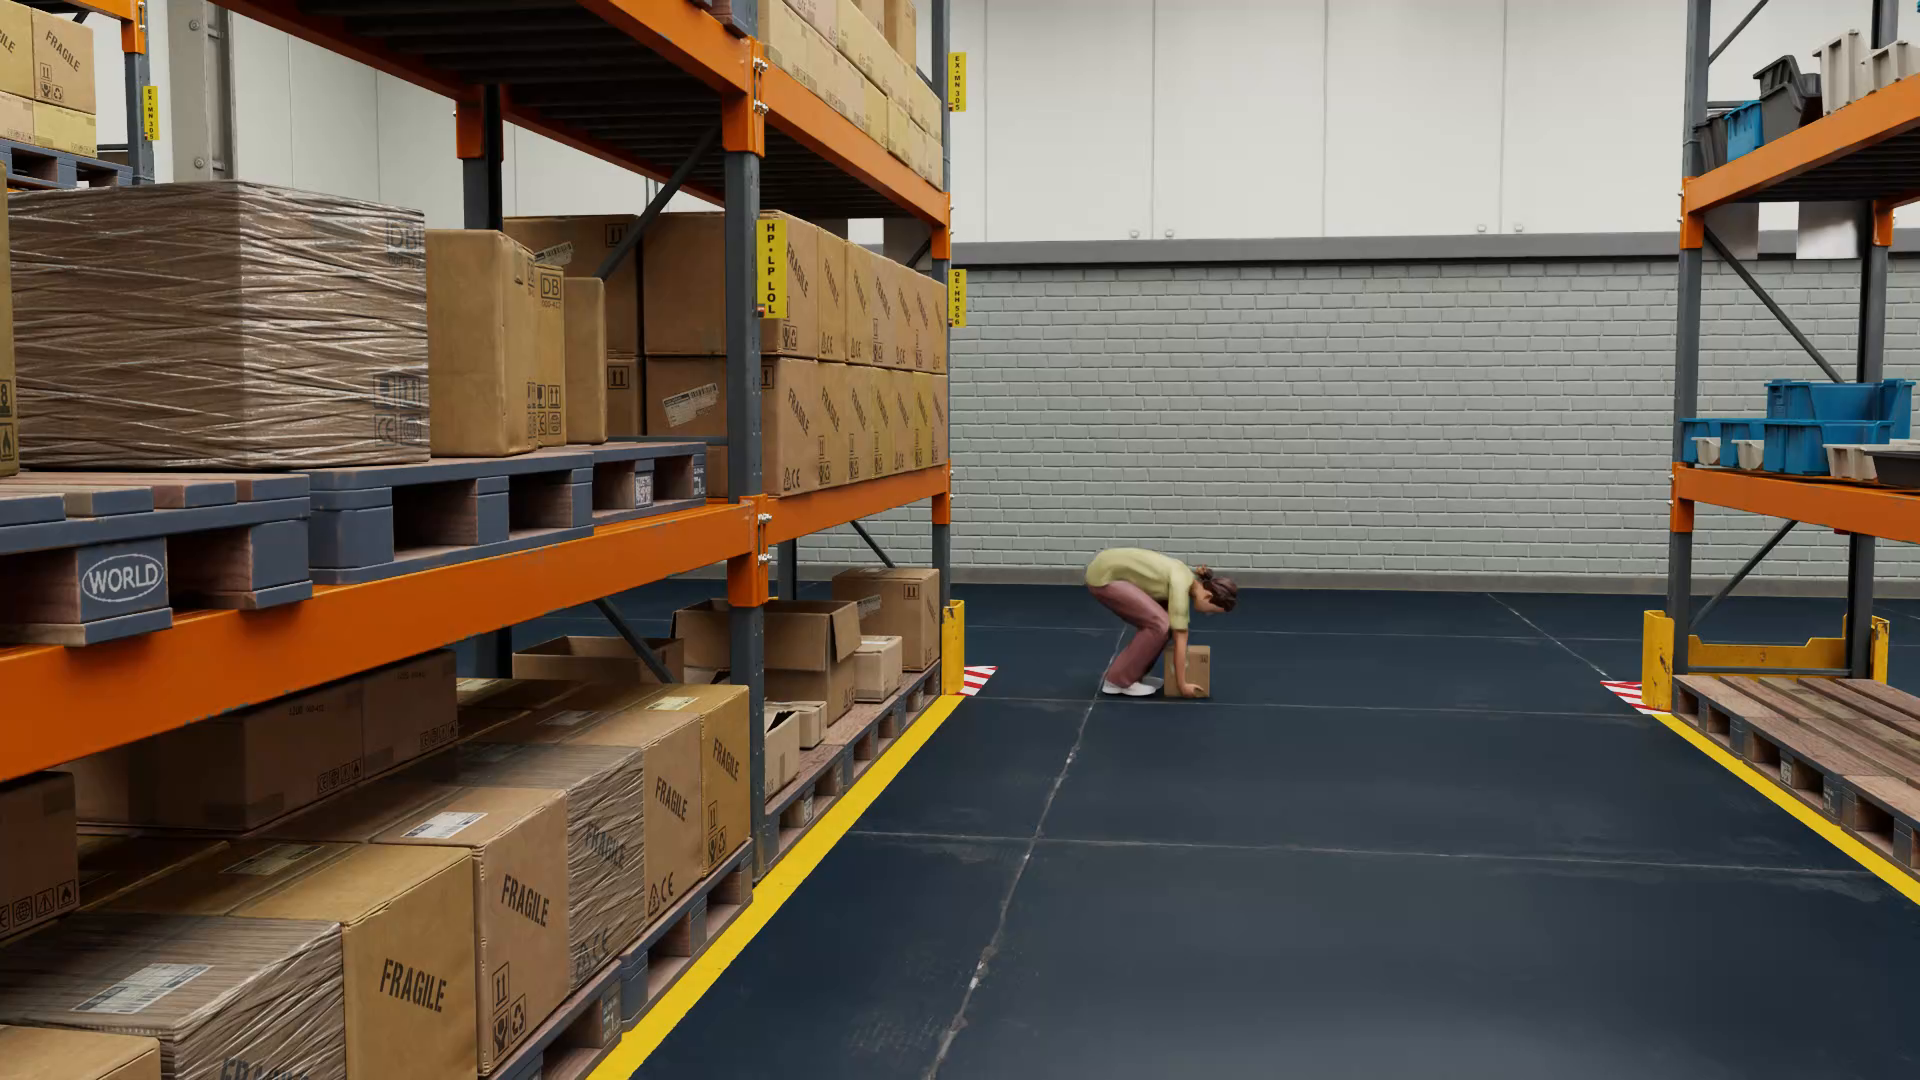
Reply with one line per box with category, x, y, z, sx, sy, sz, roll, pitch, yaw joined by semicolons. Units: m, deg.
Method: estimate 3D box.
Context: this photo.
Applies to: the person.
person;1.140;0.444;9.427;0.853;0.857;0.475;1;5;14
